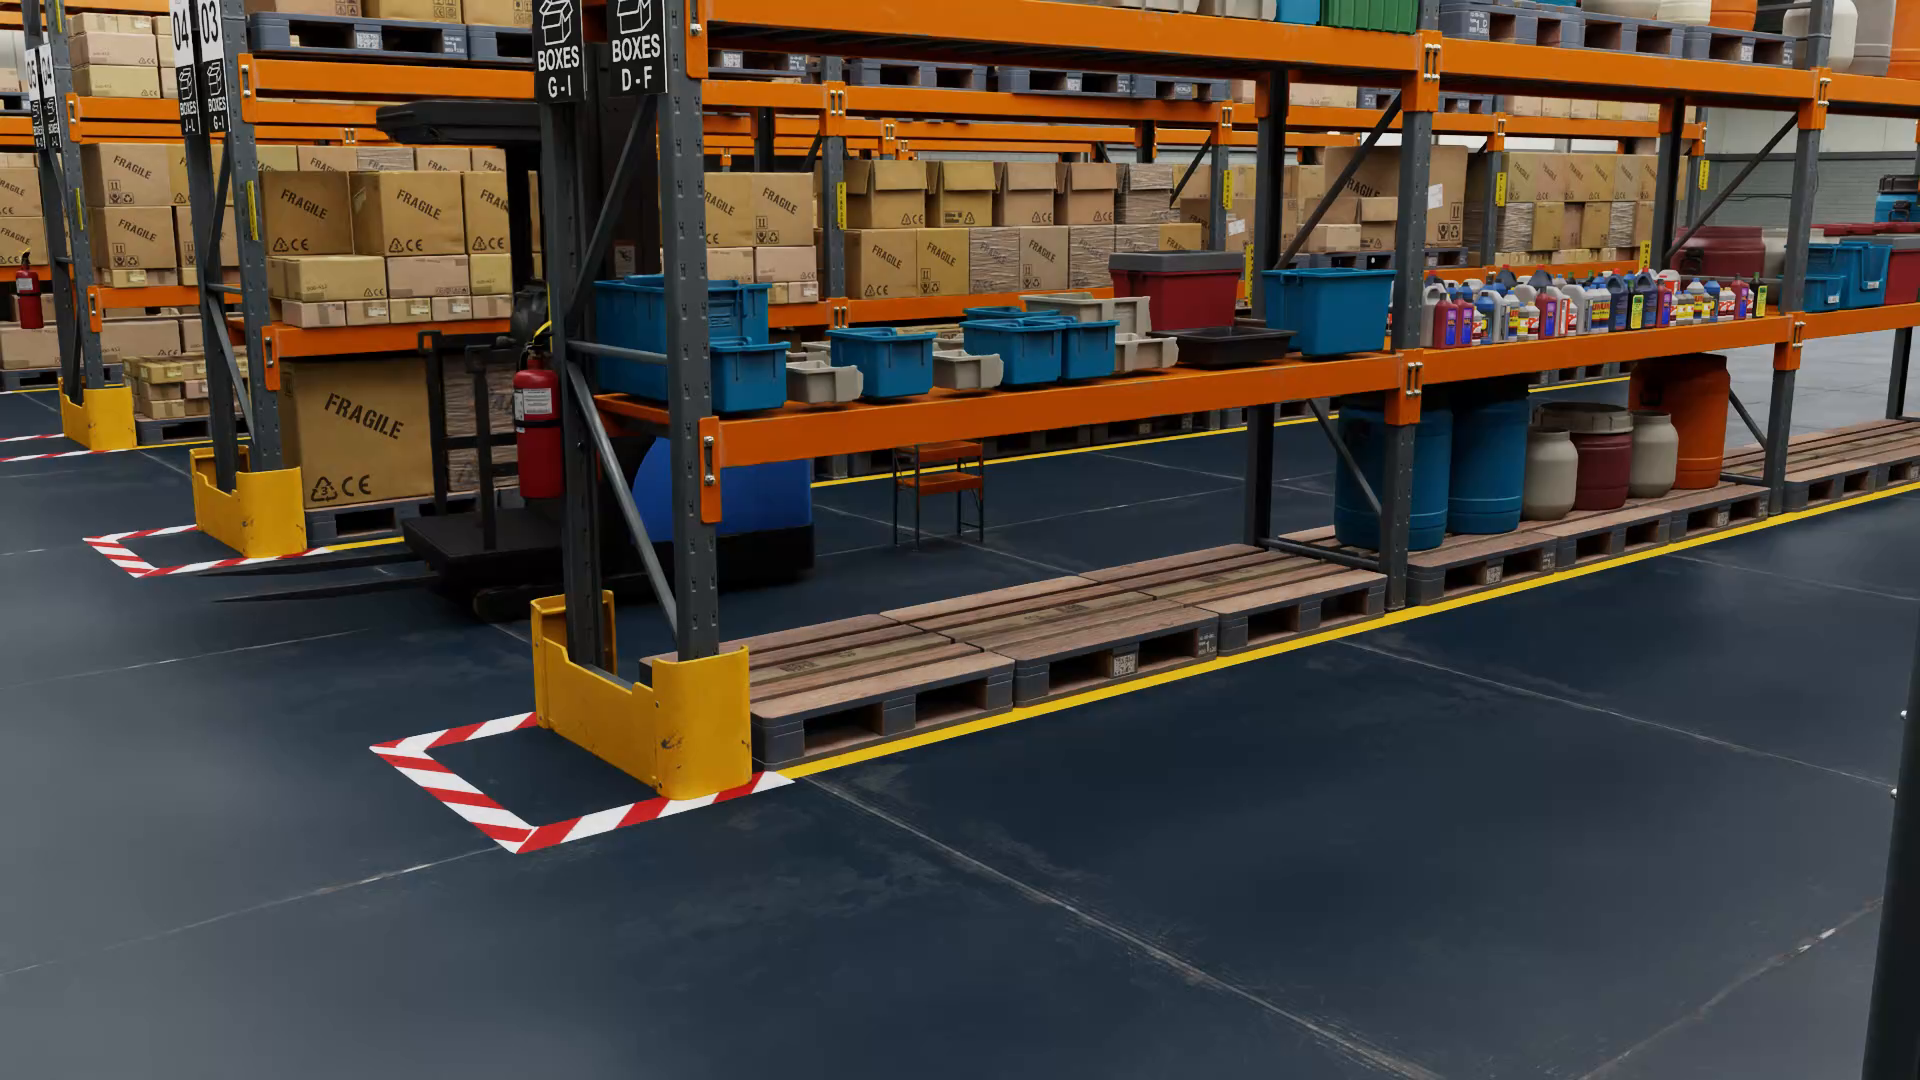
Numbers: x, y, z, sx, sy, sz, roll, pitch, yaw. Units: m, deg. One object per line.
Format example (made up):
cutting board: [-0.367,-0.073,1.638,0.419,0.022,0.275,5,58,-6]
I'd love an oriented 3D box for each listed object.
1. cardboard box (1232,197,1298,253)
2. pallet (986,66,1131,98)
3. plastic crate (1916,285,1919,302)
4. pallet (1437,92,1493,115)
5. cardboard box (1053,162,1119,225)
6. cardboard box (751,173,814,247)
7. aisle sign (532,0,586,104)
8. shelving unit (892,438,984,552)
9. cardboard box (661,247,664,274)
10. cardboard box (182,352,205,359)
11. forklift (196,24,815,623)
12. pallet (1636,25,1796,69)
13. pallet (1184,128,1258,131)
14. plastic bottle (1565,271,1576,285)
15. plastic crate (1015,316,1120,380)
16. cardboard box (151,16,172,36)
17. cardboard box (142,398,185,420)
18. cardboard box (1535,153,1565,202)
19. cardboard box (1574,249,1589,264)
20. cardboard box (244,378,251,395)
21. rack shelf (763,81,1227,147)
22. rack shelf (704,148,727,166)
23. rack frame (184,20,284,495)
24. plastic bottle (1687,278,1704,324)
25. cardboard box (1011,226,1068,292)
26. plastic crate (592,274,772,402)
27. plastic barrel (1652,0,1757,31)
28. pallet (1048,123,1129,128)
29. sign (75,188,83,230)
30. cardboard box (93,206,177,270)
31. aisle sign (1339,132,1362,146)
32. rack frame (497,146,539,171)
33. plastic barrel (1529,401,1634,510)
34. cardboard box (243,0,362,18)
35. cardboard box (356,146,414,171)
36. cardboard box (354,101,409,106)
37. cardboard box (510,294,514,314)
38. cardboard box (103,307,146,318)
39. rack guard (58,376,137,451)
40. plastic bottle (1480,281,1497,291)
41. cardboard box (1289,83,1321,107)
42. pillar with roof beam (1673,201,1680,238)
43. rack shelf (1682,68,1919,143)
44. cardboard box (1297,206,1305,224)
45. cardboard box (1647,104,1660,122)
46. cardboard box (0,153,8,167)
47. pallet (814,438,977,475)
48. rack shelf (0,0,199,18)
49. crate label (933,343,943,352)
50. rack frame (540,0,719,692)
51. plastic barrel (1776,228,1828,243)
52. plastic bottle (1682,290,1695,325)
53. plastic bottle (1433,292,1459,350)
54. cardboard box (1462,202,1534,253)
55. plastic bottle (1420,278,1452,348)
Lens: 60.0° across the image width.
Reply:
cardboard box: [2.708,-2.931,15.459,0.500,0.500,0.700,-7,14,-29]
pallet: [0.597,-3.649,13.323,1.213,0.211,1.003,-9,15,-35]
plastic crate: [6.972,-1.852,12.138,0.662,0.188,0.450,-9,15,-38]
pallet: [4.513,-4.343,16.591,1.003,0.211,1.213,-9,15,-38]
cardboard box: [0.846,-2.875,13.790,0.637,0.503,0.797,-9,15,-36]
cardboard box: [-1.377,-2.328,11.712,0.500,0.500,0.500,-9,15,-36]
aisle sign: [-1.454,-1.980,5.973,0.004,0.787,0.394,-9,15,-38]
shelving unit: [-0.129,-0.565,9.903,0.503,1.200,0.258,-9,15,-38]
cardboard box: [-2.167,-1.831,11.175,0.500,0.250,0.500,-9,15,-37]
cardboard box: [-6.719,-1.580,14.769,0.250,0.149,0.380,-10,15,-39]
forklift: [-2.330,-1.151,8.493,3.031,2.935,1.130,-7,14,-30]
pallet: [4.374,-3.000,10.267,1.213,0.211,1.003,-9,15,-38]
pallet: [3.639,-5.534,21.961,1.213,0.211,1.003,-9,15,-38]
plastic bottle: [3.818,-1.547,10.475,0.133,0.283,0.061,-9,15,-38]
plastic crate: [0.446,-0.806,6.962,0.300,0.233,0.416,-9,15,-38]
cardboard box: [-6.466,-4.183,13.583,0.250,0.149,0.380,-9,15,-38]
cardboard box: [-6.720,-1.118,14.025,0.250,0.149,0.380,-9,15,-37]
cardboard box: [5.961,-3.796,17.422,0.500,0.500,0.500,-9,15,-38]
cardboard box: [6.580,-3.084,18.034,0.250,0.149,0.380,-9,15,-38]
cardboard box: [-6.106,-1.362,14.457,0.250,0.149,0.380,-9,15,-36]
rack shelf: [0.376,-3.367,13.276,4.000,0.370,1.077,-9,15,-38]
rack shelf: [-5.795,-6.298,27.079,4.000,0.370,1.077,-9,15,-38]
rack frame: [-4.309,-1.473,9.846,0.127,3.000,1.000,-9,15,-38]
plastic bottle: [4.397,-1.431,9.956,0.097,0.271,0.097,0,12,0]
cardboard box: [0.513,-2.259,13.303,0.500,0.500,0.500,-9,15,-37]
plastic crate: [-1.070,-0.791,6.400,0.499,0.435,0.616,-9,15,-38]
plastic barrel: [4.587,-3.518,10.207,0.708,0.830,0.600,-9,15,-38]
pallet: [1.357,-5.095,20.140,1.217,0.209,0.805,-10,16,-40]
sign: [-6.990,-2.626,13.192,0.005,0.325,0.100,-9,15,-38]
cardboard box: [-6.805,-2.499,13.719,0.500,0.500,0.500,-9,15,-35]
aisle sign: [5.408,-5.599,23.018,0.004,0.787,0.394,-9,15,-38]
rack frame: [-4.205,-2.810,16.141,0.127,3.000,1.000,-9,15,-38]
plastic barrel: [3.779,-0.521,10.156,0.708,0.588,0.600,-9,15,-38]
cardboard box: [-3.936,-3.320,9.829,0.500,0.500,0.700,-11,16,-41]
cardboard box: [-5.212,-3.257,14.880,0.500,0.500,0.500,-9,15,-36]
cardboard box: [-5.213,-3.968,14.732,0.500,0.250,0.500,-10,15,-38]
cardboard box: [-2.823,-1.510,10.625,0.250,0.149,0.380,-10,15,-38]
cardboard box: [-11.564,-3.171,22.849,0.500,0.500,0.700,-10,16,-40]
rack guard: [-7.269,-1.078,14.003,0.348,0.500,1.175,-9,15,-38]
plastic bottle: [3.072,-1.372,9.680,0.097,0.271,0.097,0,12,0]
cardboard box: [2.865,-3.992,14.845,0.500,0.250,0.500,-9,15,-36]
pillar with roof beam: [23.898,-12.146,45.666,0.548,9.000,9.100,-9,15,-38]
rack shelf: [6.594,-3.083,11.937,4.000,0.370,1.077,-9,15,-38]
cardboard box: [4.488,-4.310,22.844,0.550,0.550,0.875,-9,15,-38]
cardboard box: [7.579,-4.774,18.532,0.500,0.250,0.500,-9,15,-37]
cardboard box: [-10.050,-3.937,17.240,0.250,0.149,0.380,-9,15,-36]
pallet: [-0.630,-0.741,13.109,1.213,0.211,1.003,-9,15,-38]
rack shelf: [-8.938,-5.727,18.131,4.000,0.370,1.077,-9,15,-38]
crate label: [-0.254,-0.781,7.076,0.243,0.136,0.396,-9,15,-38]
rack frame: [-1.215,-0.670,6.063,0.127,3.000,1.000,-9,15,-38]
plastic barrel: [6.031,-1.986,11.989,0.421,0.512,0.421,0,12,0]
plastic bottle: [4.321,-1.384,9.904,0.097,0.201,0.097,0,12,0]
plastic bottle: [2.461,-1.110,8.418,0.133,0.283,0.061,-9,15,-38]
cardboard box: [5.451,-3.273,17.366,0.500,0.500,0.875,-9,15,-38]
plastic bottle: [2.417,-1.163,8.505,0.185,0.351,0.144,-9,15,-38]
